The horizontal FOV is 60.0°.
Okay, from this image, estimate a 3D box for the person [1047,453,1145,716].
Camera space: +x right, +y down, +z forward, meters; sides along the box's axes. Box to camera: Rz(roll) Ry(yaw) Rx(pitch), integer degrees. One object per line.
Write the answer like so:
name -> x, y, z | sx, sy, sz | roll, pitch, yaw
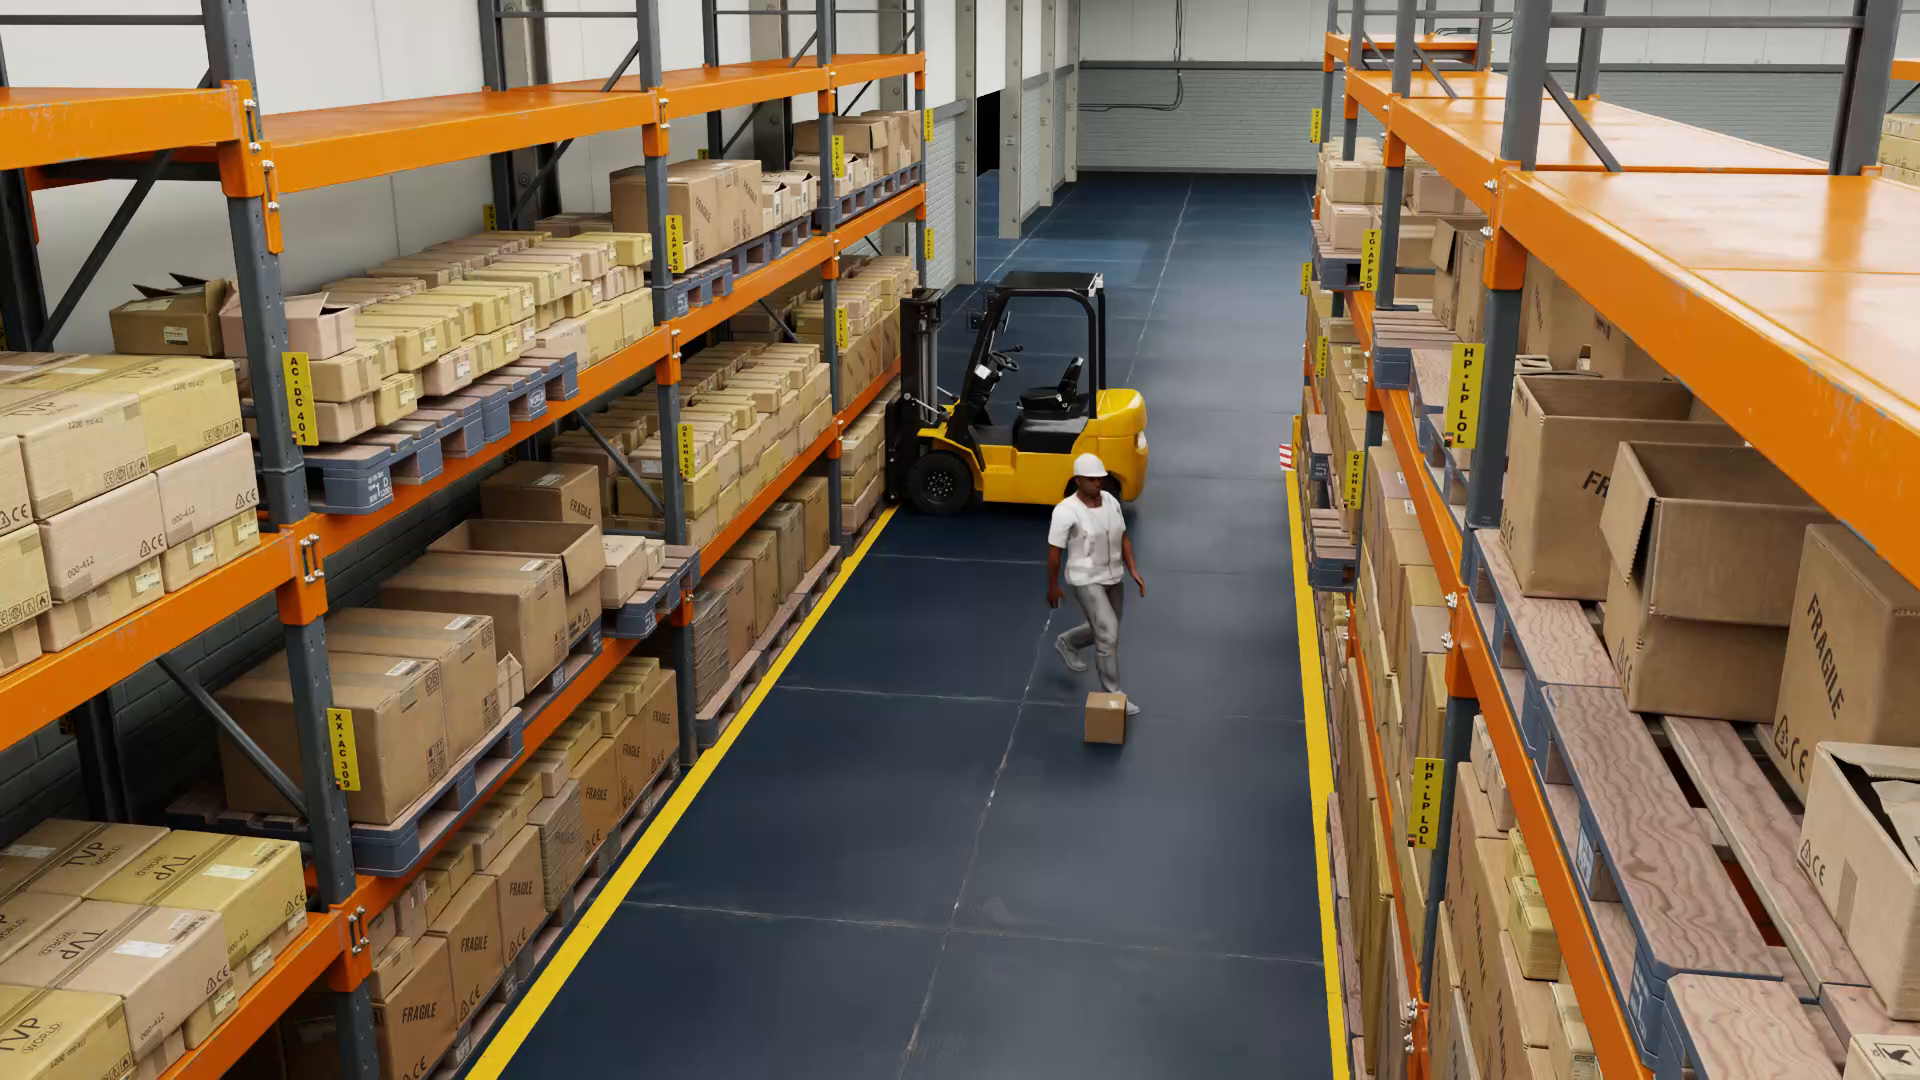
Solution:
person -> 0.935, 0.267, 11.233 | 0.571, 1.719, 0.993 | -16, 24, -40
